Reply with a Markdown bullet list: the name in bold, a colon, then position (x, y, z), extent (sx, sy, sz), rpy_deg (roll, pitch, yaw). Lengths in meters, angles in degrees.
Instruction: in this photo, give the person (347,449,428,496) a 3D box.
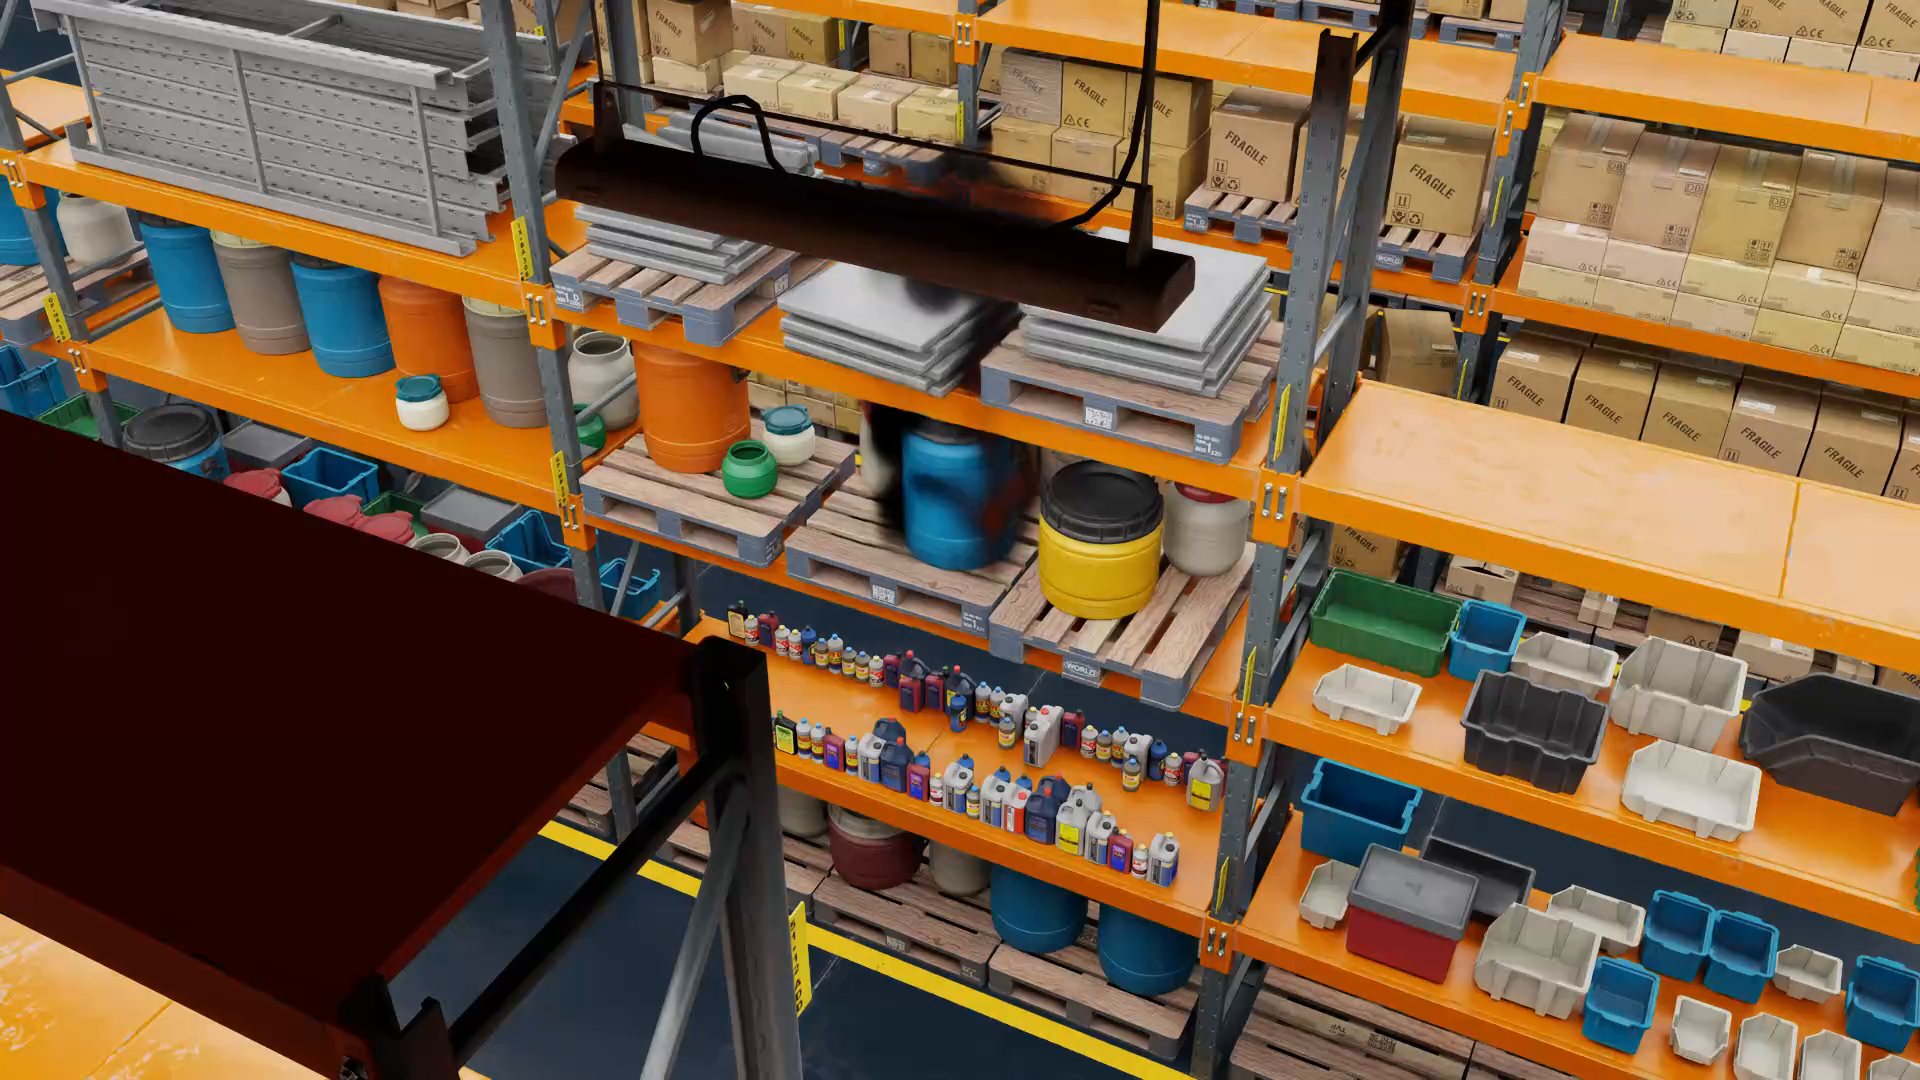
- **person**: position (-4.900, -1.133, 13.992), extent (0.811, 1.763, 0.708), rpy_deg (8, 36, 11)
